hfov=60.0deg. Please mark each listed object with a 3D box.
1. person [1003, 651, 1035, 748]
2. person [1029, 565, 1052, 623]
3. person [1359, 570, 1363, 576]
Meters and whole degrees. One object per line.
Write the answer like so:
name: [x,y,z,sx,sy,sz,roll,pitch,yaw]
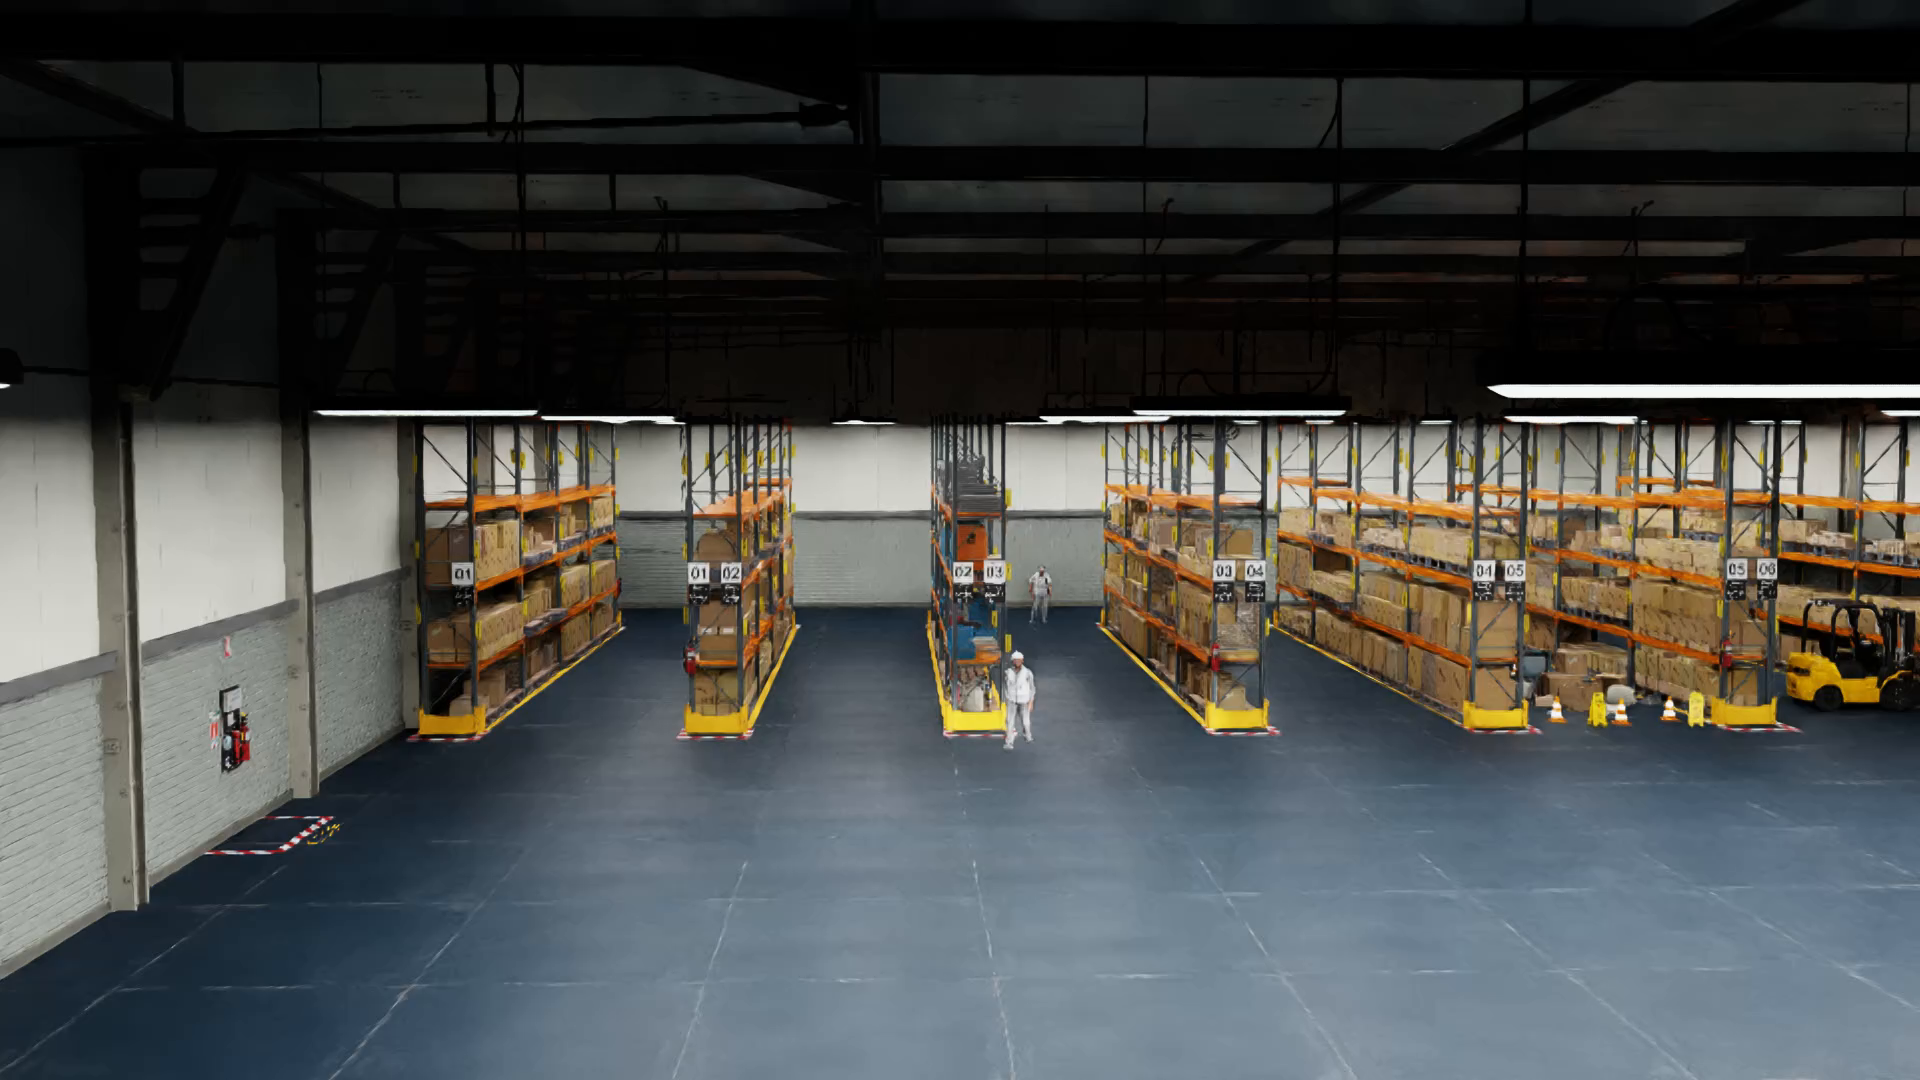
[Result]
person: [1.070,2.837,29.706,0.558,1.736,0.925,1,4,14]
person: [2.353,1.568,48.601,0.679,1.711,0.542,0,4,-5]
person: [11.282,1.687,46.826,0.409,1.677,0.532,-3,5,-33]
